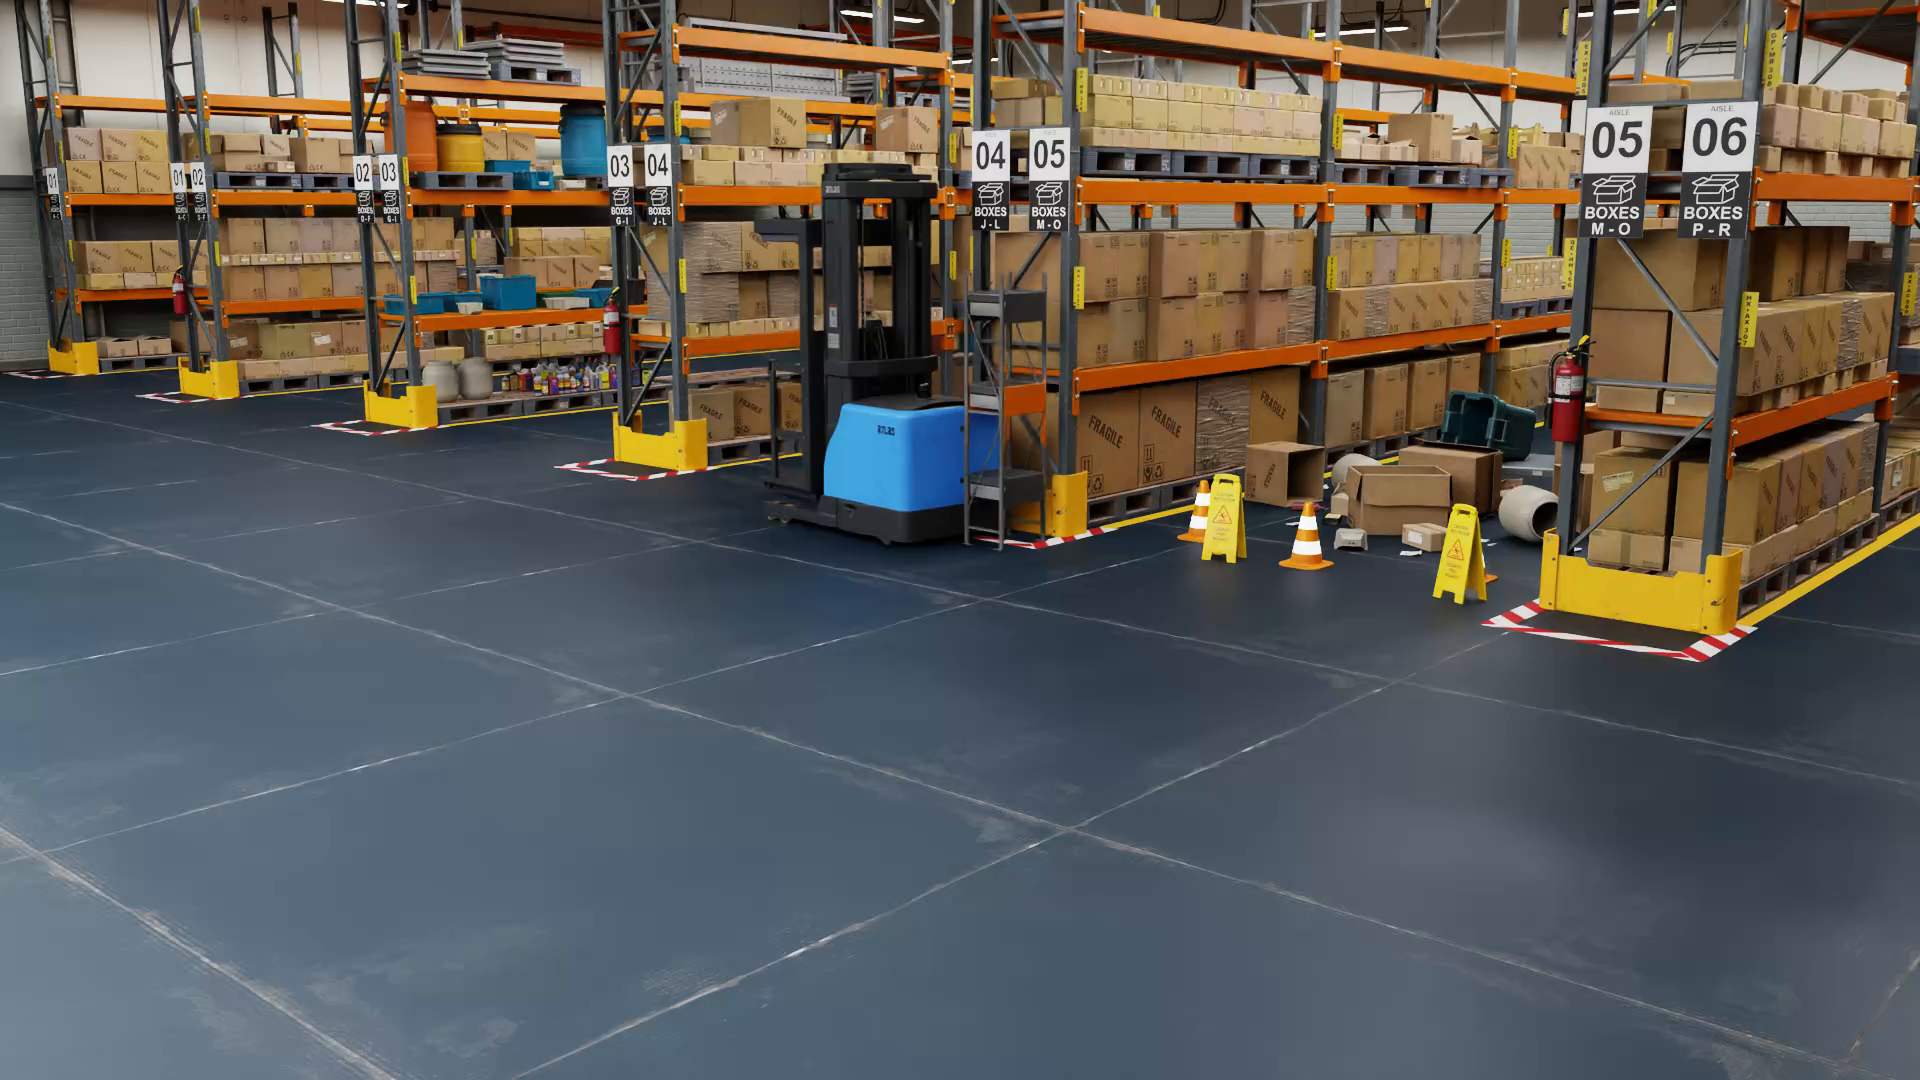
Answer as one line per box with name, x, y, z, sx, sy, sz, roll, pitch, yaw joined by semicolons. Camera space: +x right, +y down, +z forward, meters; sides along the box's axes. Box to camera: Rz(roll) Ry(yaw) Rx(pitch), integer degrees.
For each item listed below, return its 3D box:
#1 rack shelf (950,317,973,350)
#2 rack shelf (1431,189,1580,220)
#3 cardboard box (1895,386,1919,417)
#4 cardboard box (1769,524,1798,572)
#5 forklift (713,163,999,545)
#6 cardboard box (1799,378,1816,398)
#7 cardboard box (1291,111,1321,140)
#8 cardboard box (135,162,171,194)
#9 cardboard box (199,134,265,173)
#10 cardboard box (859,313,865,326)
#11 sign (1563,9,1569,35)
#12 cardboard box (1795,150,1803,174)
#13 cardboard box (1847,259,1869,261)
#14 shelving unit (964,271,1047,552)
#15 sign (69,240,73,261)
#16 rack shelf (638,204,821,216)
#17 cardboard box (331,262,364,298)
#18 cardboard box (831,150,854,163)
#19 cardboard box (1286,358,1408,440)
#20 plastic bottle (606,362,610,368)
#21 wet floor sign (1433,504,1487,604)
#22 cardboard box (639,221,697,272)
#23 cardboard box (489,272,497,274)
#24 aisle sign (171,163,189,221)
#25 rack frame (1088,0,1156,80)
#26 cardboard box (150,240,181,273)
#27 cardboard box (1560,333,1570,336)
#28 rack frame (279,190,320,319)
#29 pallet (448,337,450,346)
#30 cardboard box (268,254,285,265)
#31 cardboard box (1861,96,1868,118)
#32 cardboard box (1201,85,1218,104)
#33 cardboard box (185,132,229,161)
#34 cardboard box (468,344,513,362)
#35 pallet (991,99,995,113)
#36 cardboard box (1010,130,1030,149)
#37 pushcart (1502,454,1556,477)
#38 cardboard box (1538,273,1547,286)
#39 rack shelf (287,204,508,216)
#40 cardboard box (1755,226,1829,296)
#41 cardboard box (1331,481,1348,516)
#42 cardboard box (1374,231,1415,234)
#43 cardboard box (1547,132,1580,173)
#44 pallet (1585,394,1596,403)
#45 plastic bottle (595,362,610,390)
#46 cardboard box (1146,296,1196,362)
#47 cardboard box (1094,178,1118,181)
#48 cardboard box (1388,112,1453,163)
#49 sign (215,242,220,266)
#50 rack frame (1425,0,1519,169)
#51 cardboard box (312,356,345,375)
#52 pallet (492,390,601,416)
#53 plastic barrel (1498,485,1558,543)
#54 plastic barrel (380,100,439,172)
rack shelf;0.822;-2.776;21.290;1.077;0.370;4.000;10;15;40
rack shelf;7.121;-4.180;20.657;1.077;0.370;4.000;10;15;40
cardboard box;10.104;-1.397;16.900;0.875;0.875;0.875;10;15;40
cardboard box;5.388;0.020;11.399;0.500;0.250;0.500;10;15;42
forklift;-1.004;-1.630;13.888;1.130;2.935;3.031;-9;15;-39
cardboard box;5.750;-1.088;11.642;0.380;0.149;0.250;9;15;39
cardboard box;3.029;-3.871;15.573;0.500;0.250;0.500;10;15;40
cardboard box;-13.172;-5.866;26.955;0.500;0.500;0.500;11;16;43
cardboard box;-10.195;-5.408;23.277;0.637;0.503;0.797;-11;16;-44
cardboard box;-1.282;-2.465;18.533;0.380;0.149;0.250;10;15;40
sign;8.046;-6.867;22.032;0.100;0.325;0.005;10;15;40
cardboard box;5.220;-2.444;10.772;0.380;0.149;0.250;10;15;40
cardboard box;7.405;-2.125;14.106;0.500;0.500;0.500;10;15;41
shelving unit;0.351;-1.003;12.864;0.431;2.100;0.503;11;16;43
sign;-13.894;-4.522;25.983;0.100;0.325;0.005;10;15;40
rack shelf;-3.977;-6.117;30.358;1.077;0.370;4.000;10;15;40
cardboard box;-9.240;-3.872;24.683;0.700;0.500;0.500;10;15;42
cardboard box;-1.362;-4.148;18.027;0.380;0.149;0.250;11;16;43
cardboard box;4.142;-1.526;17.864;1.050;0.750;0.750;10;15;40
plastic bottle;-4.871;-2.304;22.900;0.061;0.283;0.133;10;15;40
wet floor sign;3.376;0.079;11.168;0.232;0.644;0.267;-6;13;-28
cardboard box;-2.961;-3.044;17.228;0.500;0.500;0.500;10;15;40
cardboard box;-7.495;-4.203;26.941;0.396;0.266;0.258;9;15;39
aisle sign;-10.842;-4.831;23.102;0.394;0.787;0.004;10;15;40
rack frame;2.142;-6.365;22.105;1.000;3.000;0.127;10;15;40
cardboard box;-13.081;-4.650;27.250;0.500;0.500;0.500;9;14;39
cardboard box;8.140;-2.561;21.772;0.500;0.250;0.500;9;15;39
rack frame;-11.661;-4.756;29.365;1.000;3.000;0.127;10;15;40
pallet;-10.343;-3.684;31.116;1.003;0.211;1.213;10;15;40
cardboard box;-9.819;-4.000;23.670;0.380;0.149;0.250;10;15;41
cardboard box;6.095;-3.018;11.610;0.380;0.149;0.250;10;15;41
cardboard box;1.988;-3.816;14.281;0.380;0.149;0.250;10;15;41
cardboard box;-12.479;-6.507;27.615;0.500;0.500;0.500;9;14;38
cardboard box;-7.485;-3.001;26.526;0.500;0.250;0.500;9;15;39
pallet;0.539;-7.180;27.686;1.003;0.211;1.213;10;15;40
cardboard box;0.485;-3.286;13.659;0.380;0.149;0.250;10;15;40
pushcart;5.200;-0.555;15.027;1.648;0.377;0.936;4;12;21
cardboard box;6.954;-3.195;20.357;0.380;0.149;0.250;10;15;40
rack shelf;-10.341;-6.169;30.615;1.077;0.370;4.000;10;15;40
cardboard box;6.139;-2.130;12.649;0.700;0.500;0.500;10;15;41
cardboard box;3.409;-0.347;14.270;0.258;0.266;0.396;-9;14;-38
cardboard box;7.299;-4.935;27.969;0.500;0.500;0.500;10;15;41
cardboard box;7.323;-4.873;20.956;0.797;0.503;0.637;10;15;40
pallet;7.929;-1.874;22.053;1.003;0.211;1.213;10;15;40
plastic bottle;-4.767;-2.184;22.129;0.144;0.351;0.185;10;15;40
cardboard box;1.542;-1.874;14.553;0.875;0.550;0.550;10;15;40
cardboard box;1.695;-4.644;21.530;0.500;0.250;0.500;10;15;40
cardboard box;4.864;-4.250;17.591;0.500;0.500;0.500;10;15;40
sign;-10.165;-3.918;22.759;0.100;0.325;0.005;10;15;40
rack frame;5.801;-5.709;18.820;1.000;3.000;0.127;10;15;40
cardboard box;-9.399;-2.583;24.433;0.500;0.250;0.500;10;15;40
pallet;-5.499;-1.834;21.855;1.003;0.211;1.213;10;15;40
plastic barrel;4.531;-0.201;13.139;0.421;0.421;0.512;-2;11;-9
plastic barrel;-6.634;-4.862;20.069;0.600;0.830;0.708;10;15;40
